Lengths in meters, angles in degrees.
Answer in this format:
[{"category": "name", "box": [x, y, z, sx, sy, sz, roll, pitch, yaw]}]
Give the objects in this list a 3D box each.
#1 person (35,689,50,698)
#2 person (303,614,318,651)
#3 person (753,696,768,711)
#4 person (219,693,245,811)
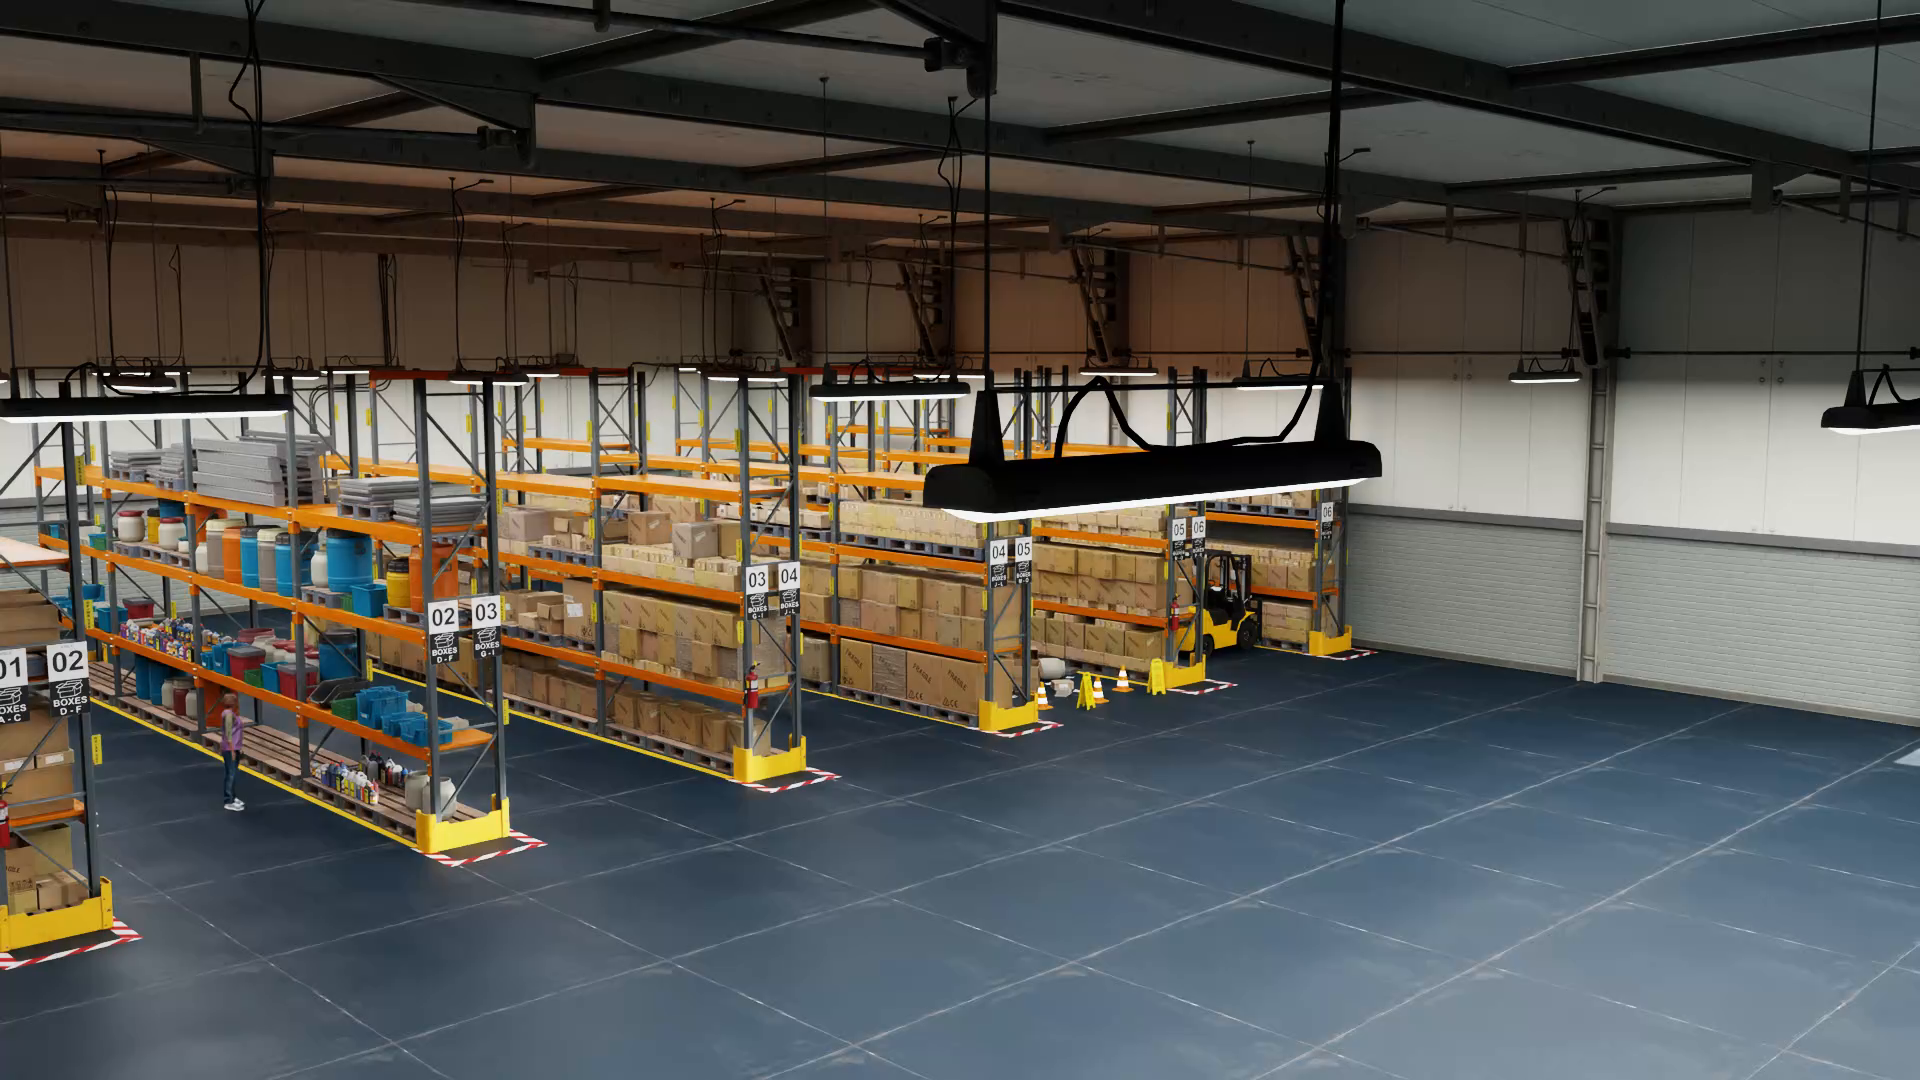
[{"category": "person", "box": [-16.060, 2.157, 29.091, 0.606, 1.788, 0.523, 4, 7, 30]}, {"category": "person", "box": [-12.111, 2.009, 31.065, 0.397, 1.692, 0.530, 0, 6, -3]}, {"category": "person", "box": [-3.527, 2.130, 29.287, 0.575, 1.774, 0.602, -1, 7, -10]}, {"category": "person", "box": [-10.137, 2.983, 23.166, 0.344, 1.502, 0.501, -1, 7, -11]}]
